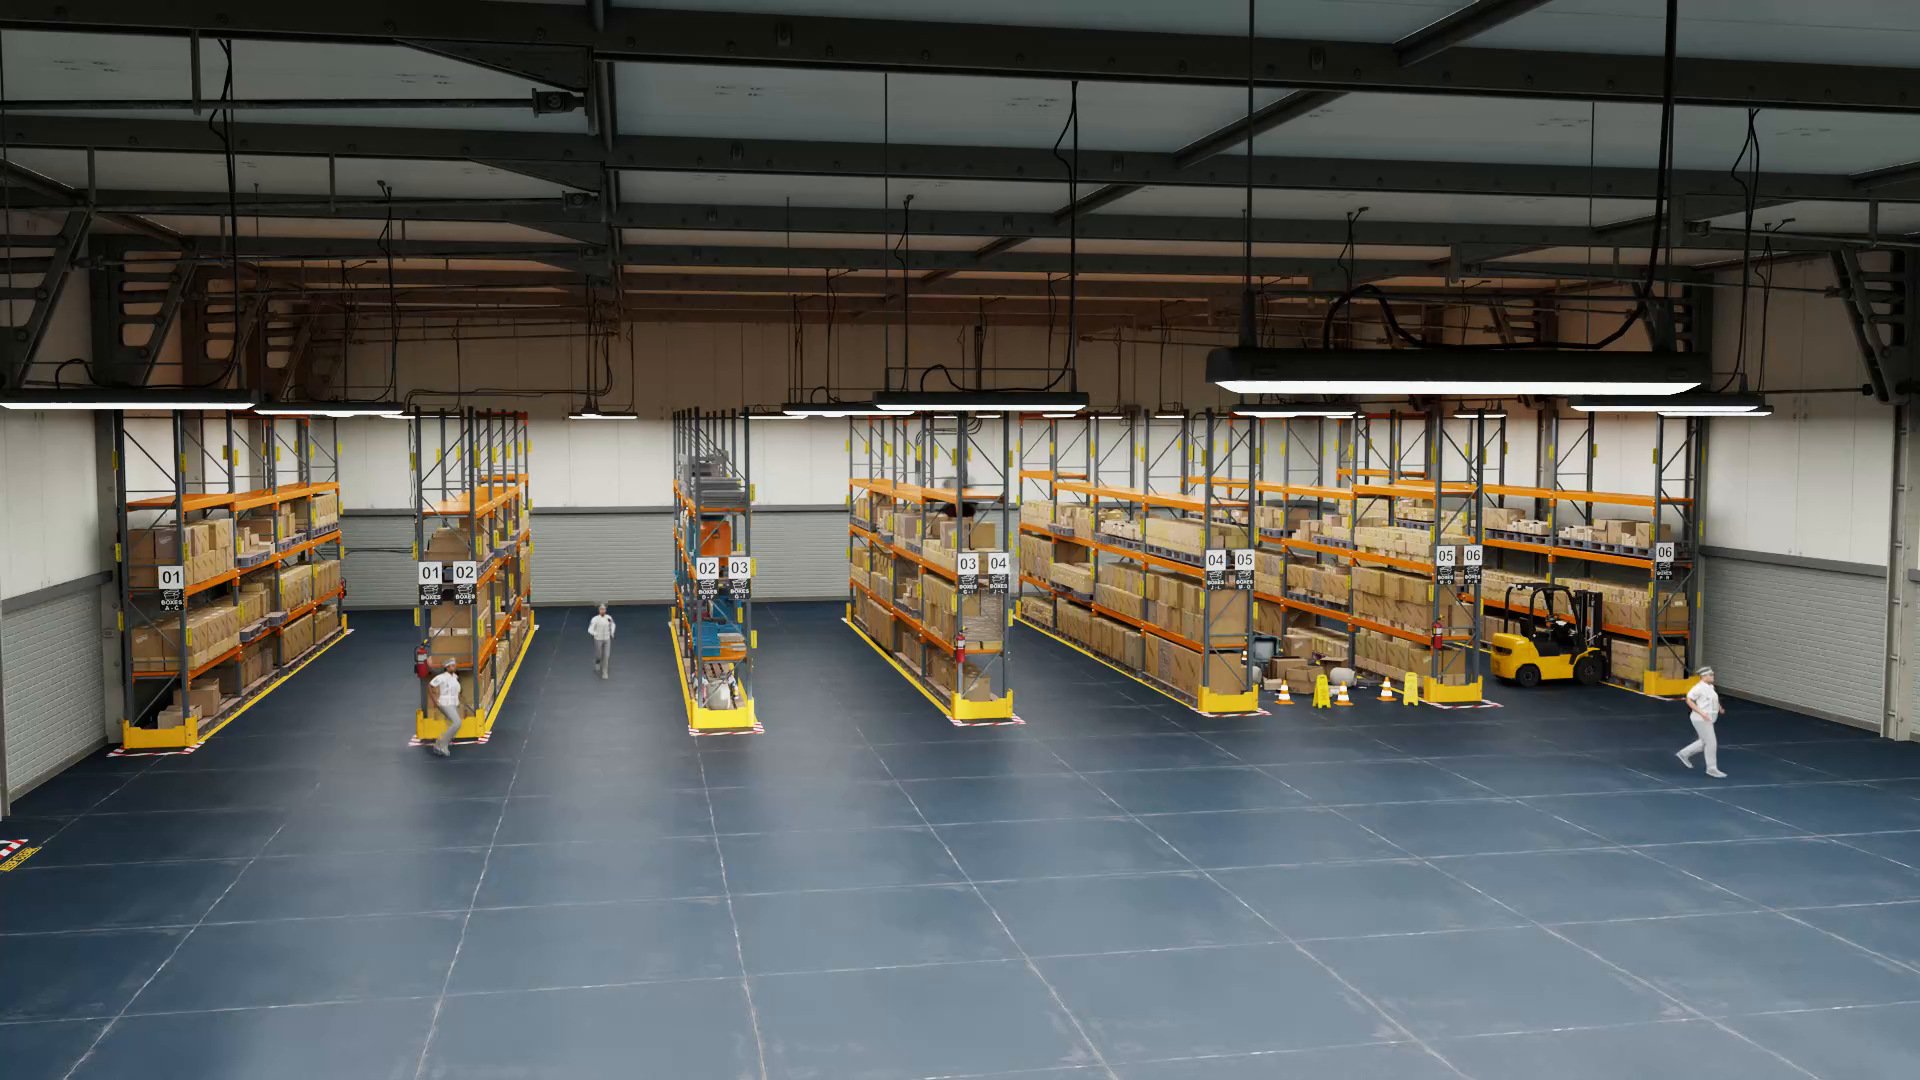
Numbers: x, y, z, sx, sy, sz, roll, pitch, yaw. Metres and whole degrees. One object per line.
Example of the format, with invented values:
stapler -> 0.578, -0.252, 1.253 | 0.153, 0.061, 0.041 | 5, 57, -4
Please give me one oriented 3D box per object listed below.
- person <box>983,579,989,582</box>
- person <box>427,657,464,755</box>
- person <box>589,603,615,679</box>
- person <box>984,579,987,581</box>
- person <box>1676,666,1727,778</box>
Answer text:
person -> 0.528, 1.493, 47.930 | 0.608, 1.699, 0.787 | 1, 4, 14
person -> -8.781, 2.853, 28.646 | 0.592, 1.646, 0.590 | 1, 4, 13
person -> -7.969, 2.234, 37.129 | 0.618, 1.669, 0.890 | -2, 4, -23
person -> 0.635, 1.387, 48.870 | 0.732, 1.714, 0.563 | 4, 5, 42
person -> 12.062, 2.922, 26.994 | 0.805, 1.787, 0.670 | 3, 5, 40
